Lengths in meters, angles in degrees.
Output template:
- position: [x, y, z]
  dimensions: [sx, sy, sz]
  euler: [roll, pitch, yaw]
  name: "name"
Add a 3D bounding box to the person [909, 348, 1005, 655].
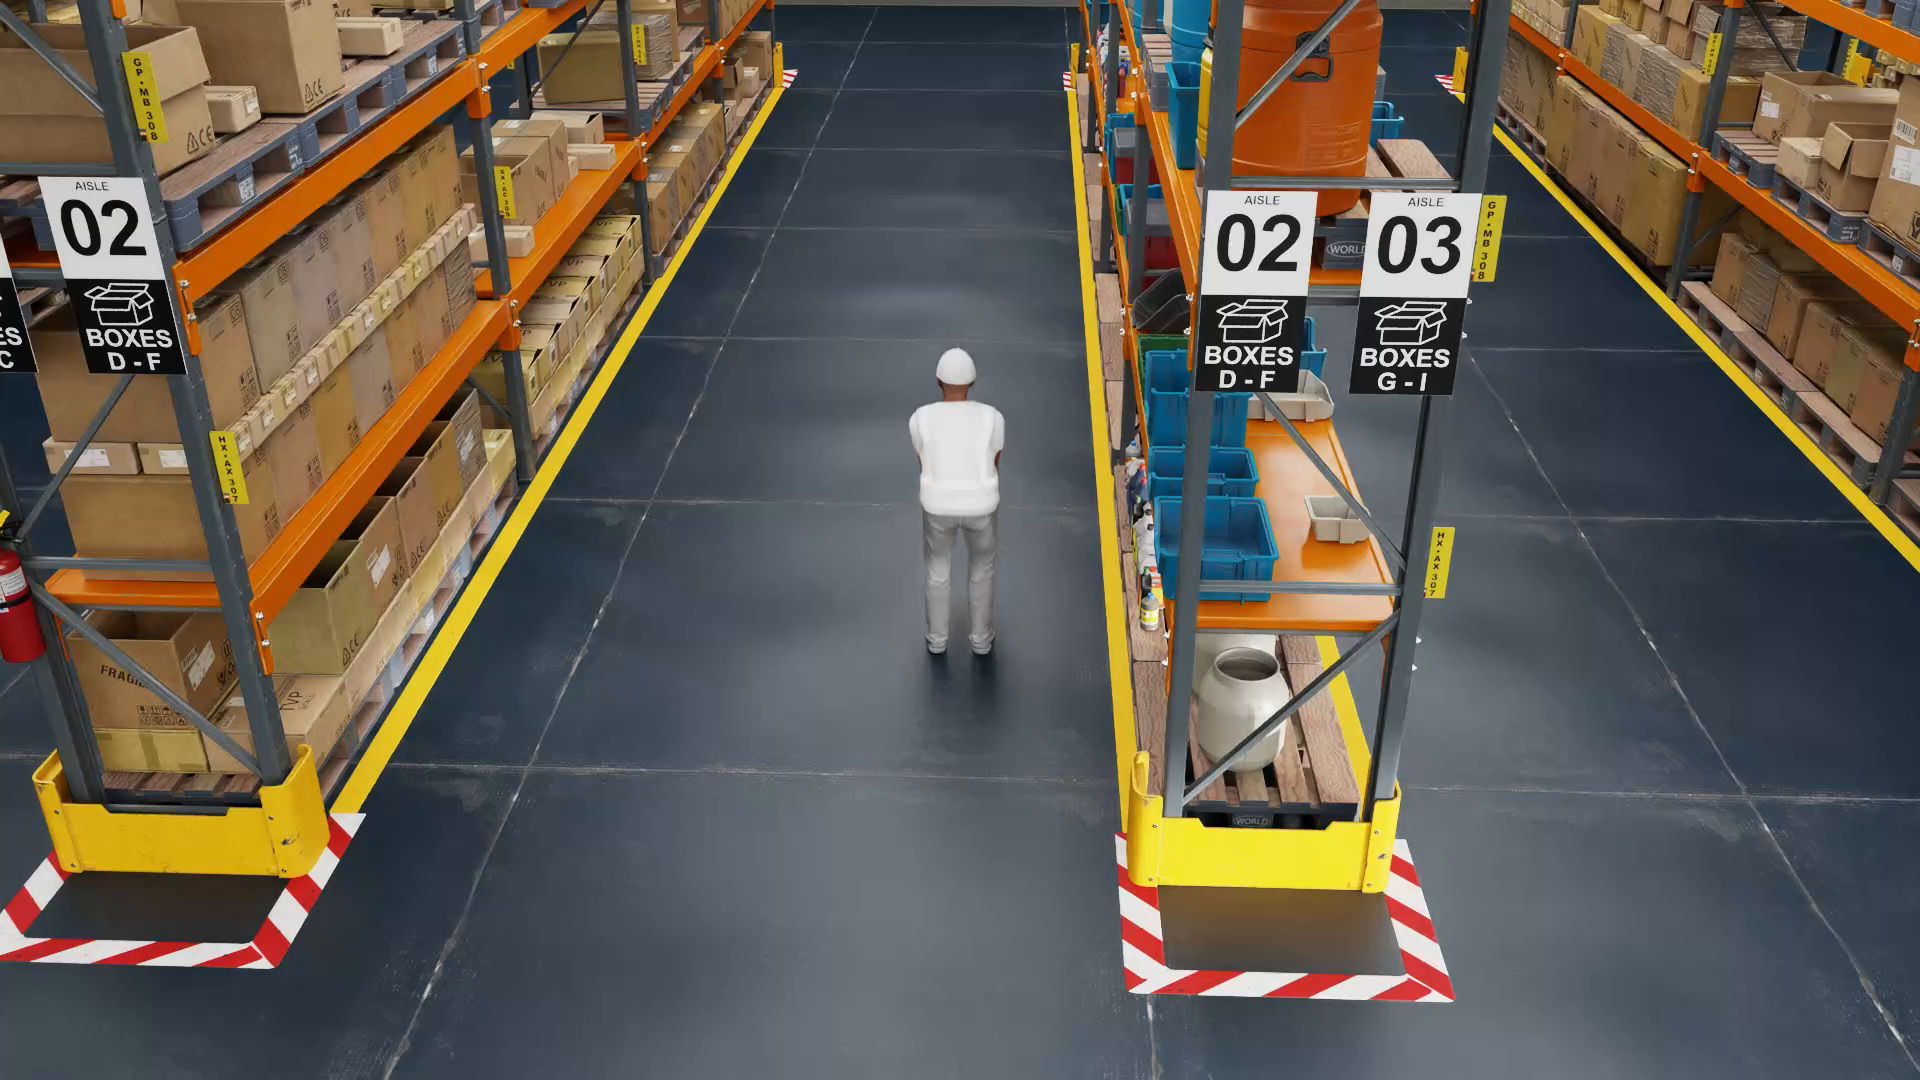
- position: [-0.012, -0.240, 9.052]
  dimensions: [0.505, 1.763, 0.563]
  euler: [1, 28, 1]
  name: "person"
